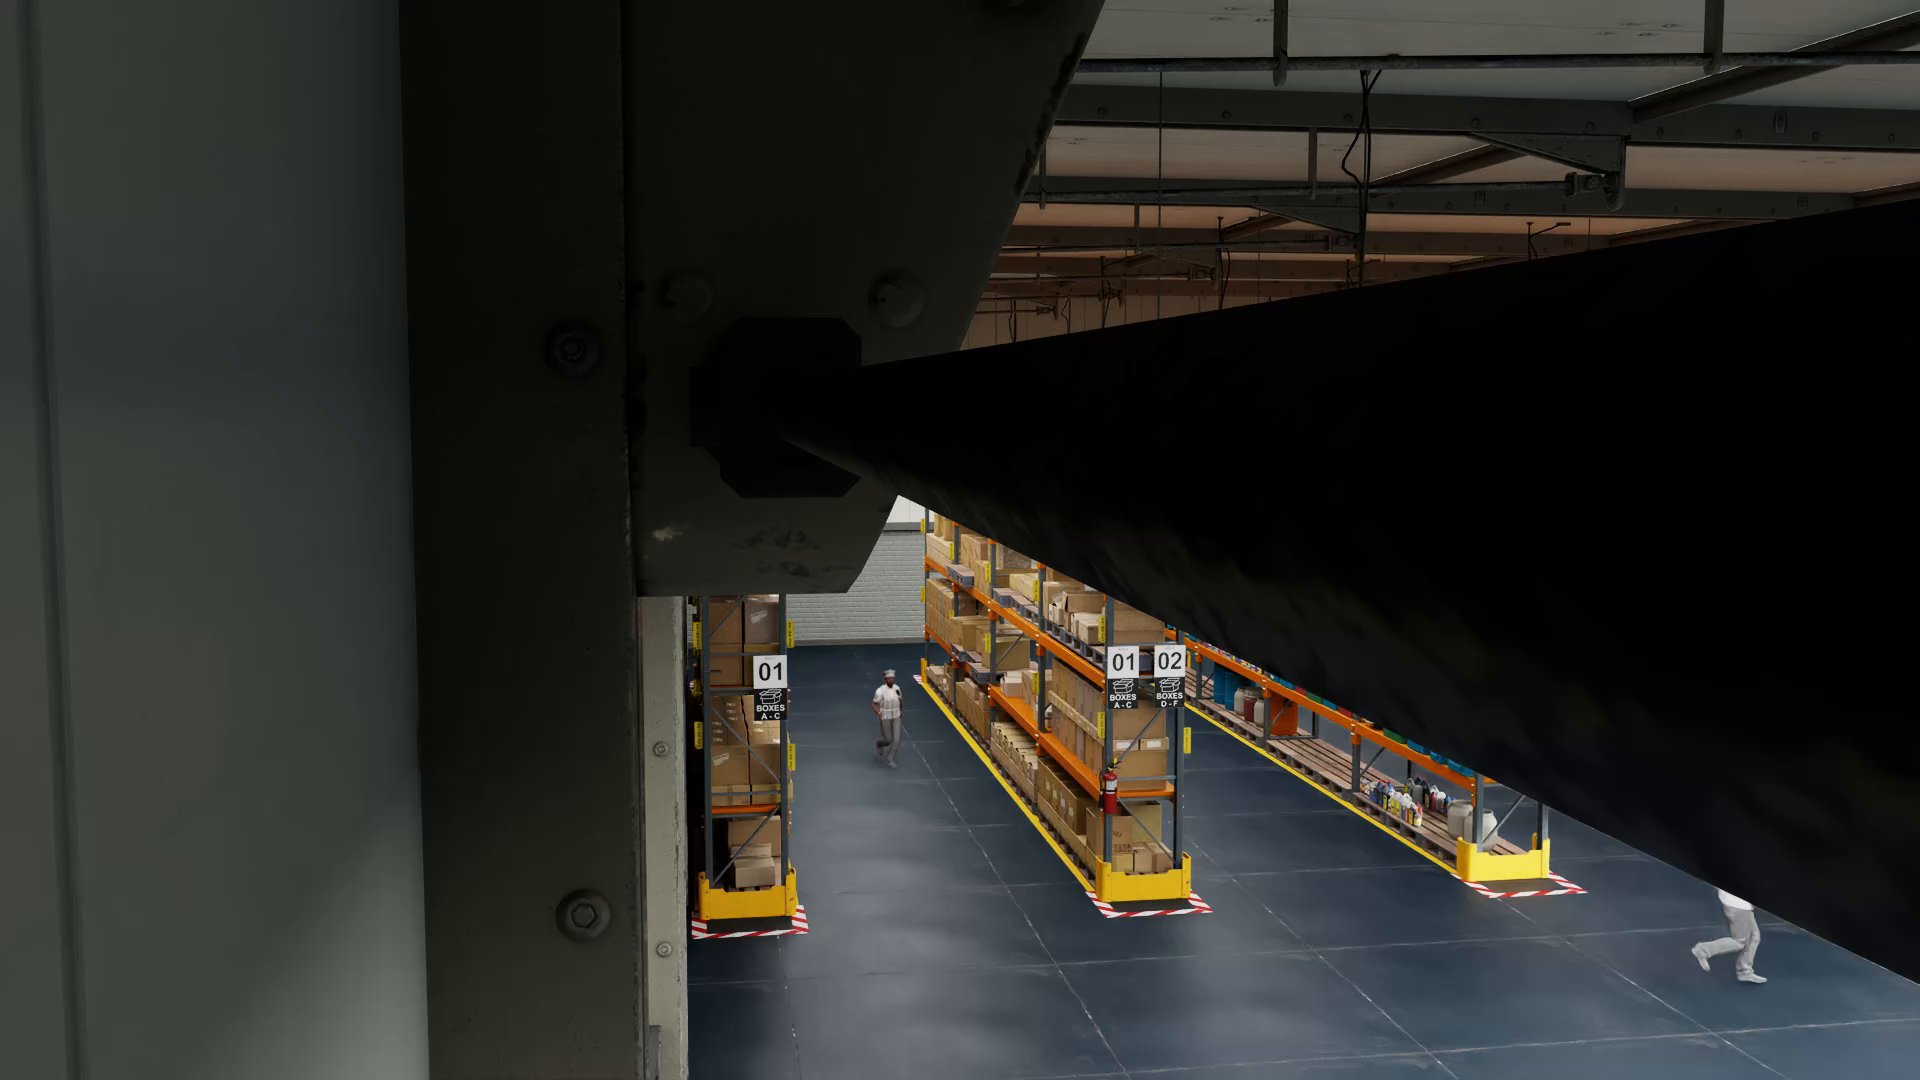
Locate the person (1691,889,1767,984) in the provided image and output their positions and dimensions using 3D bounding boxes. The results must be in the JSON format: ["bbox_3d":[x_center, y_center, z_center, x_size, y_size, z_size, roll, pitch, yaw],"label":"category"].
[{"bbox_3d":[8.285,3.894,17.869,0.813,1.743,0.652,1,5,10],"label":"person"}]

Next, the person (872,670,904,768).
[{"bbox_3d":[-1.212,3.022,28.344,0.575,1.657,0.589,-2,5,-24],"label":"person"}]
